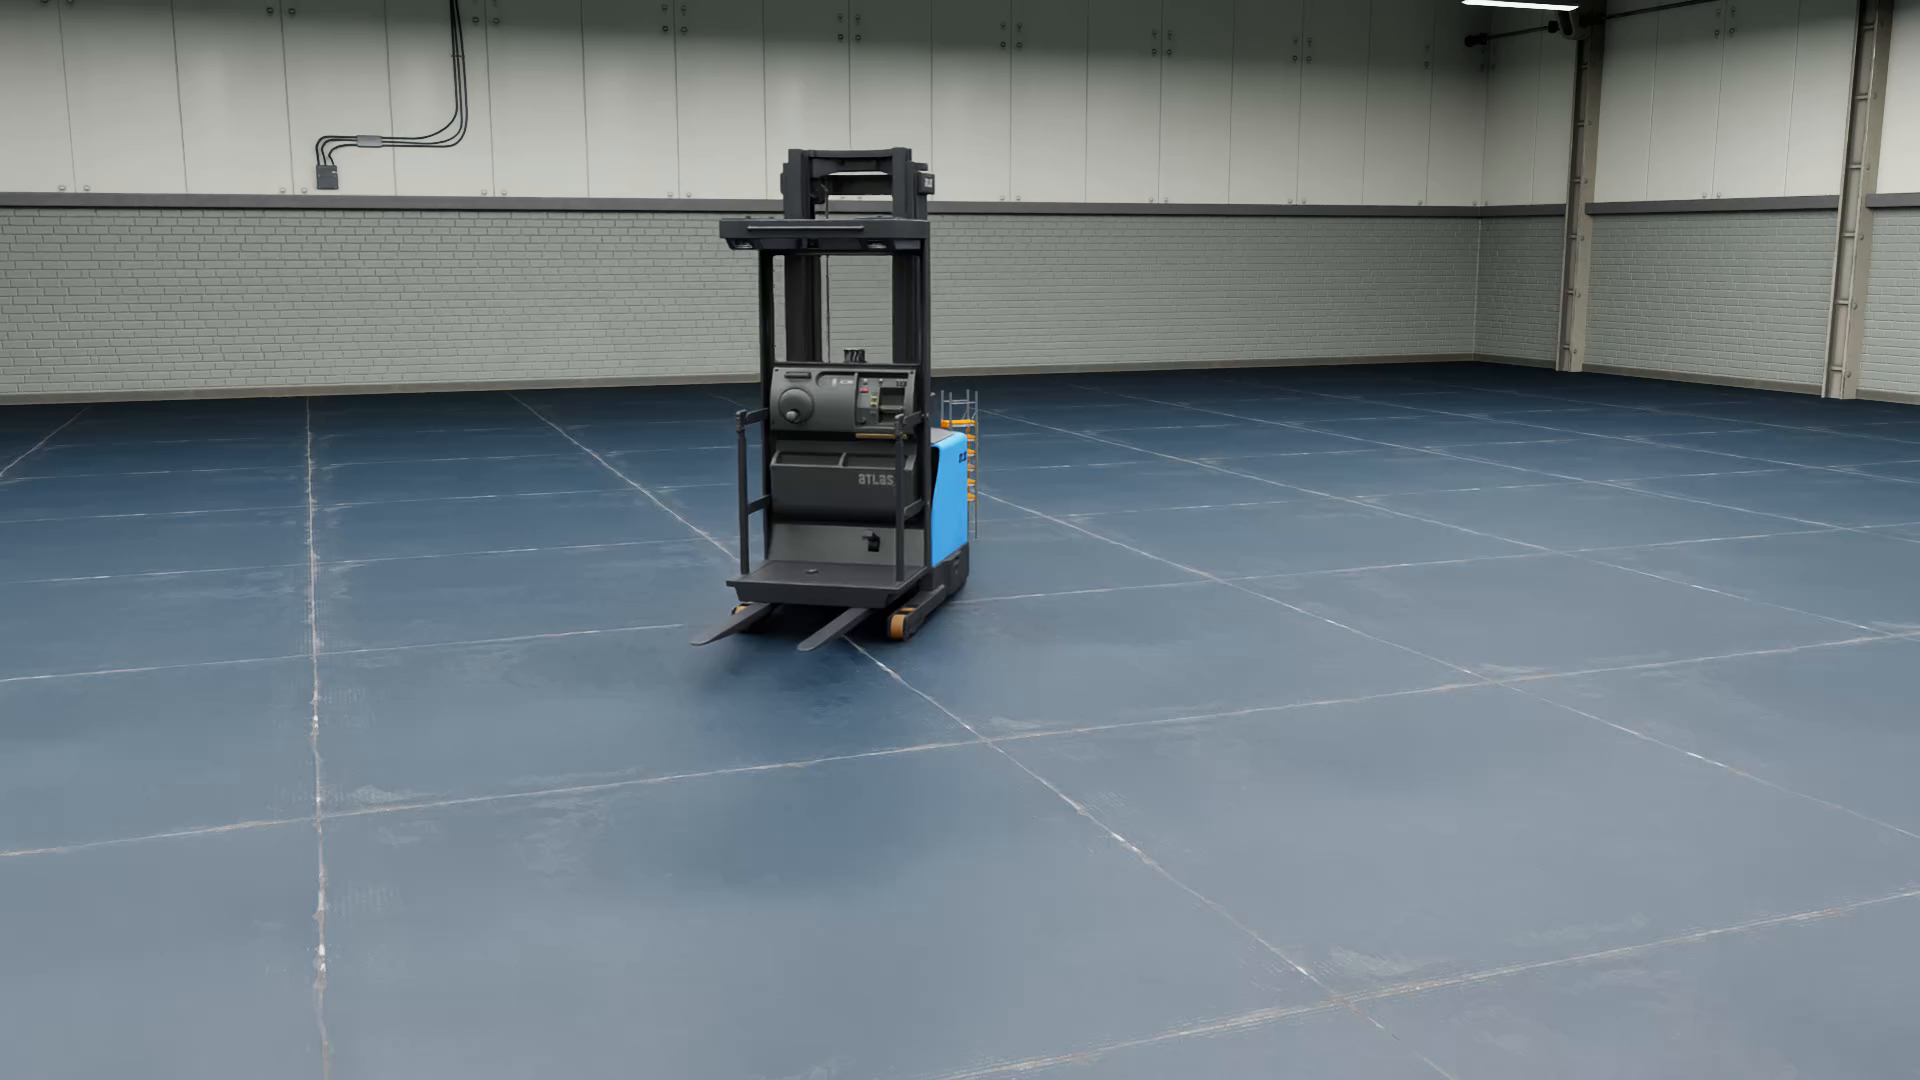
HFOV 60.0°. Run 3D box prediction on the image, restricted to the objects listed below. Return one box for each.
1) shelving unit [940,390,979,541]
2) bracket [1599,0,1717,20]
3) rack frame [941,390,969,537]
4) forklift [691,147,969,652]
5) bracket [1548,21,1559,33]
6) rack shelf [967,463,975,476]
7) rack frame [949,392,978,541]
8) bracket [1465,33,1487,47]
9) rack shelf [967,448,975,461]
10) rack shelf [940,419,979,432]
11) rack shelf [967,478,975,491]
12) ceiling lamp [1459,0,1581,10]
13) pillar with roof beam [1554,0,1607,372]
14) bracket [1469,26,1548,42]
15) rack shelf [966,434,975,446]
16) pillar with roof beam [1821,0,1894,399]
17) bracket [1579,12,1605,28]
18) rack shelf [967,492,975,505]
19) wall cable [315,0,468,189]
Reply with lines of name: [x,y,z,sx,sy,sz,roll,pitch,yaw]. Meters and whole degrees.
shelving unit: [-0.005,-0.593,13.328,0.258,1.200,0.189,-4,11,-21]
bracket: [12.240,-8.881,27.377,0.076,0.066,4.783,-4,11,-21]
rack frame: [-0.038,-0.608,13.412,0.240,1.200,0.006,-4,11,-21]
forklift: [-0.778,-0.907,10.153,1.130,2.935,3.031,2,10,13]
bracket: [11.005,-9.437,30.502,0.235,0.232,0.430,-4,11,-21]
rack shelf: [-0.005,-0.549,13.336,0.258,0.103,0.180,-4,11,-21]
rack frame: [0.028,-0.578,13.244,0.240,1.200,0.006,-4,11,-21]
bracket: [10.147,-9.824,32.677,0.235,0.232,0.430,-4,11,-21]
rack shelf: [-0.005,-0.667,13.315,0.258,0.103,0.180,-4,11,-21]
rack shelf: [-0.005,-0.904,13.273,0.258,0.103,0.180,-4,11,-21]
rack shelf: [-0.005,-0.431,13.357,0.258,0.103,0.180,-4,11,-21]
ceiling lamp: [8.264,-9.548,24.737,2.000,3.185,0.800,-4,11,-21]
pillar with roof beam: [7.474,-7.347,29.028,9.100,9.000,0.548,-4,11,-21]
bracket: [10.361,-9.728,32.135,0.076,0.066,3.189,-4,11,-21]
rack shelf: [-0.005,-0.786,13.294,0.258,0.103,0.180,-4,11,-21]
pillar with roof beam: [9.649,-6.368,23.522,9.100,9.000,0.400,-4,11,-21]
bracket: [11.306,-9.302,29.741,0.235,0.232,0.430,-4,11,-21]
rack shelf: [-0.005,-0.313,13.378,0.258,0.103,0.180,-4,11,-21]
wall cable: [-8.853,-8.460,25.575,2.305,6.003,0.169,-4,11,-21]
